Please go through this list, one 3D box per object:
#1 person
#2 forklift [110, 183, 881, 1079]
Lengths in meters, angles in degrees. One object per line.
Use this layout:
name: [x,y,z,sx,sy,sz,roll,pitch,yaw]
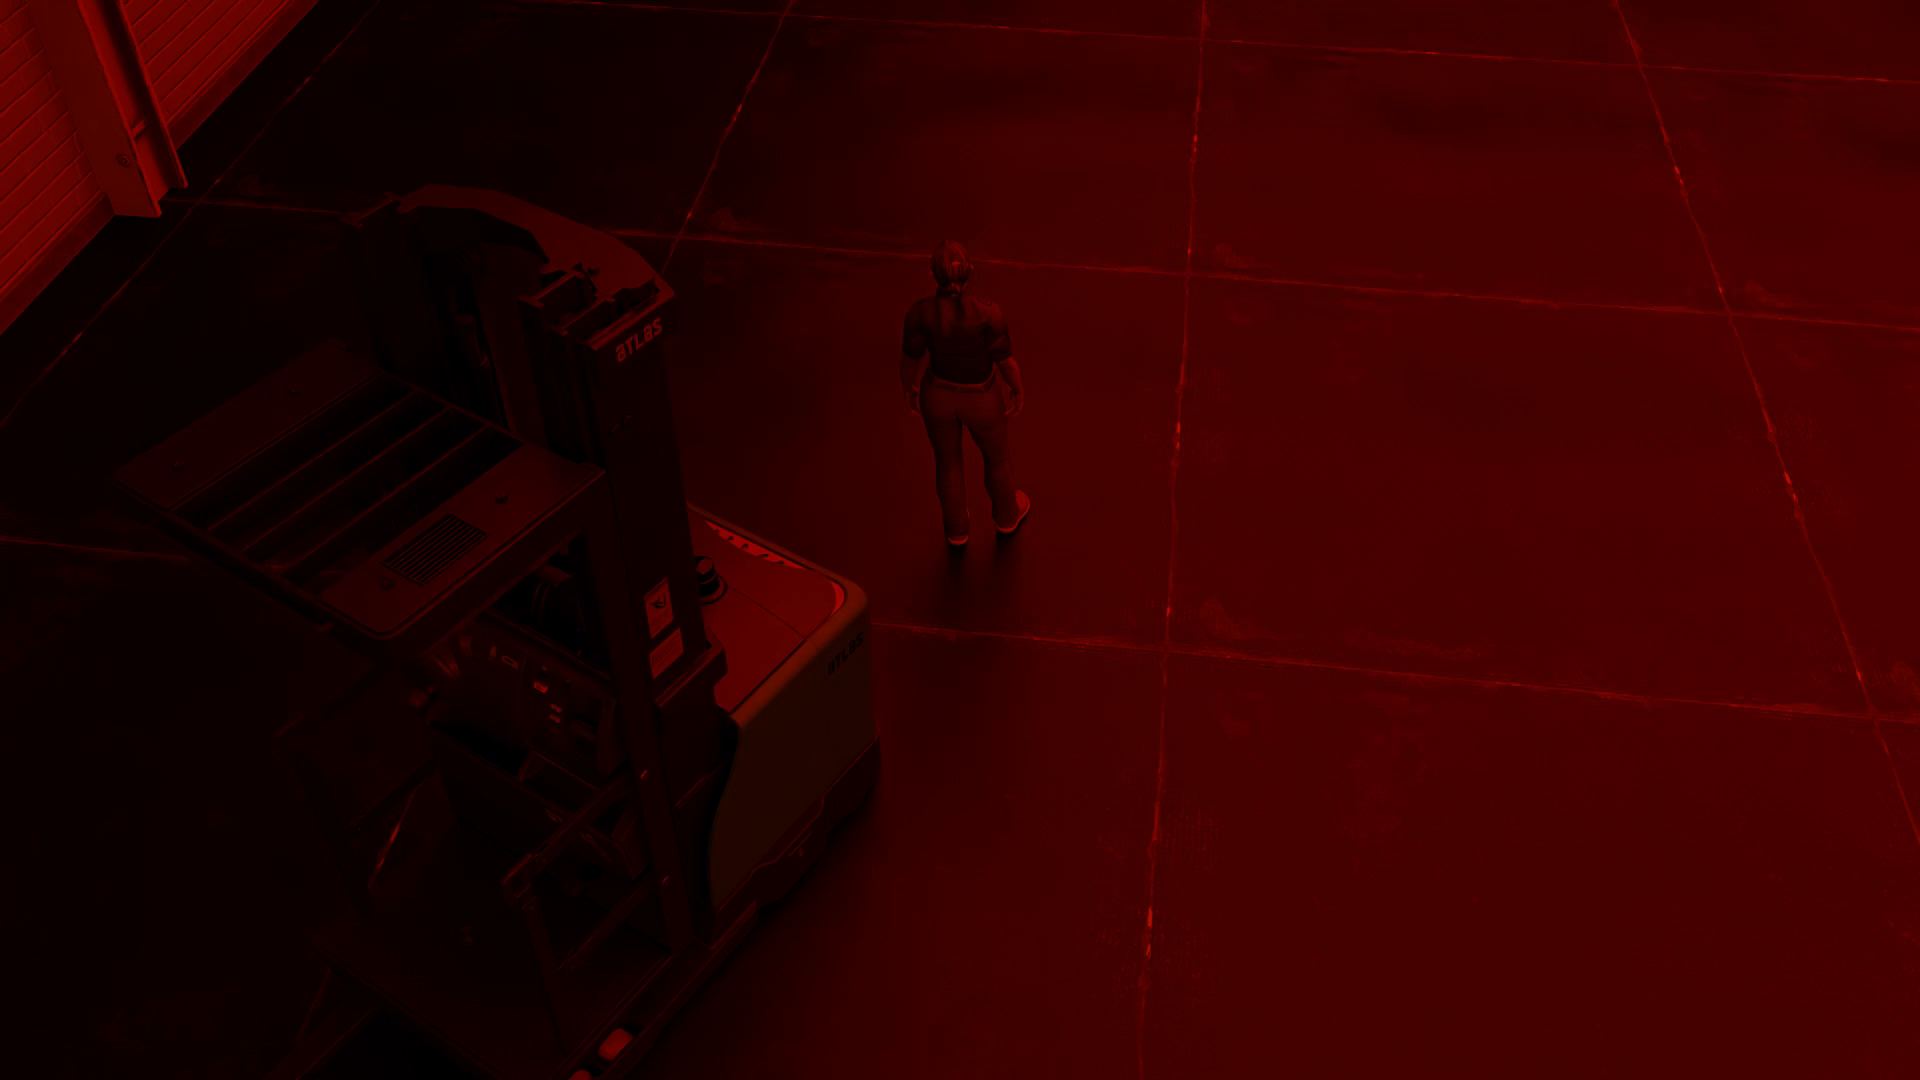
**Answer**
person: [0.032,-0.667,7.393,0.569,1.640,0.504,5,43,6]
forklift: [-1.559,0.539,5.138,1.130,2.935,3.031,24,48,24]
